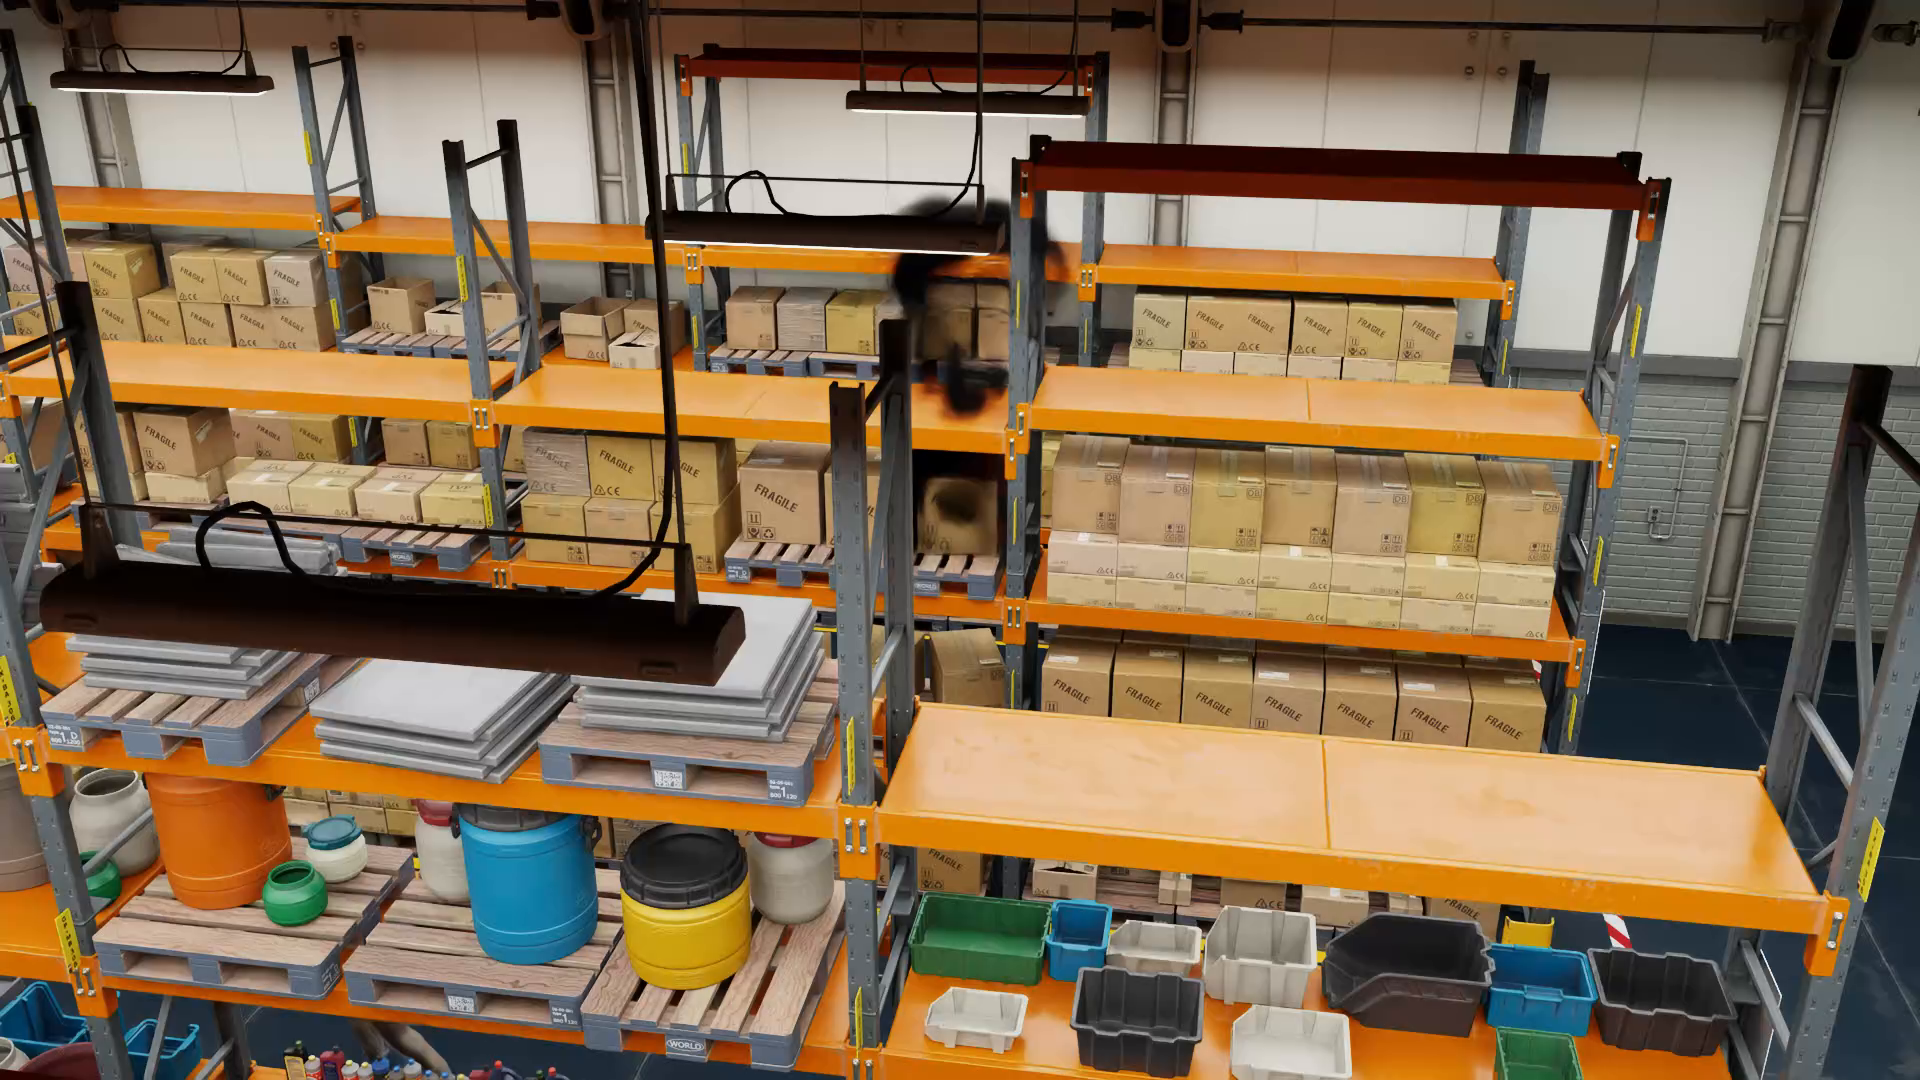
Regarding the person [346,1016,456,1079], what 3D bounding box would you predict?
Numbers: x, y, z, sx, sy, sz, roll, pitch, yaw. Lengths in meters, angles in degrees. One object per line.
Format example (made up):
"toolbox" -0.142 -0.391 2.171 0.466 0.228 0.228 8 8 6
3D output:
"person" -3.903 3.002 11.166 0.954 1.725 0.648 3 23 8
